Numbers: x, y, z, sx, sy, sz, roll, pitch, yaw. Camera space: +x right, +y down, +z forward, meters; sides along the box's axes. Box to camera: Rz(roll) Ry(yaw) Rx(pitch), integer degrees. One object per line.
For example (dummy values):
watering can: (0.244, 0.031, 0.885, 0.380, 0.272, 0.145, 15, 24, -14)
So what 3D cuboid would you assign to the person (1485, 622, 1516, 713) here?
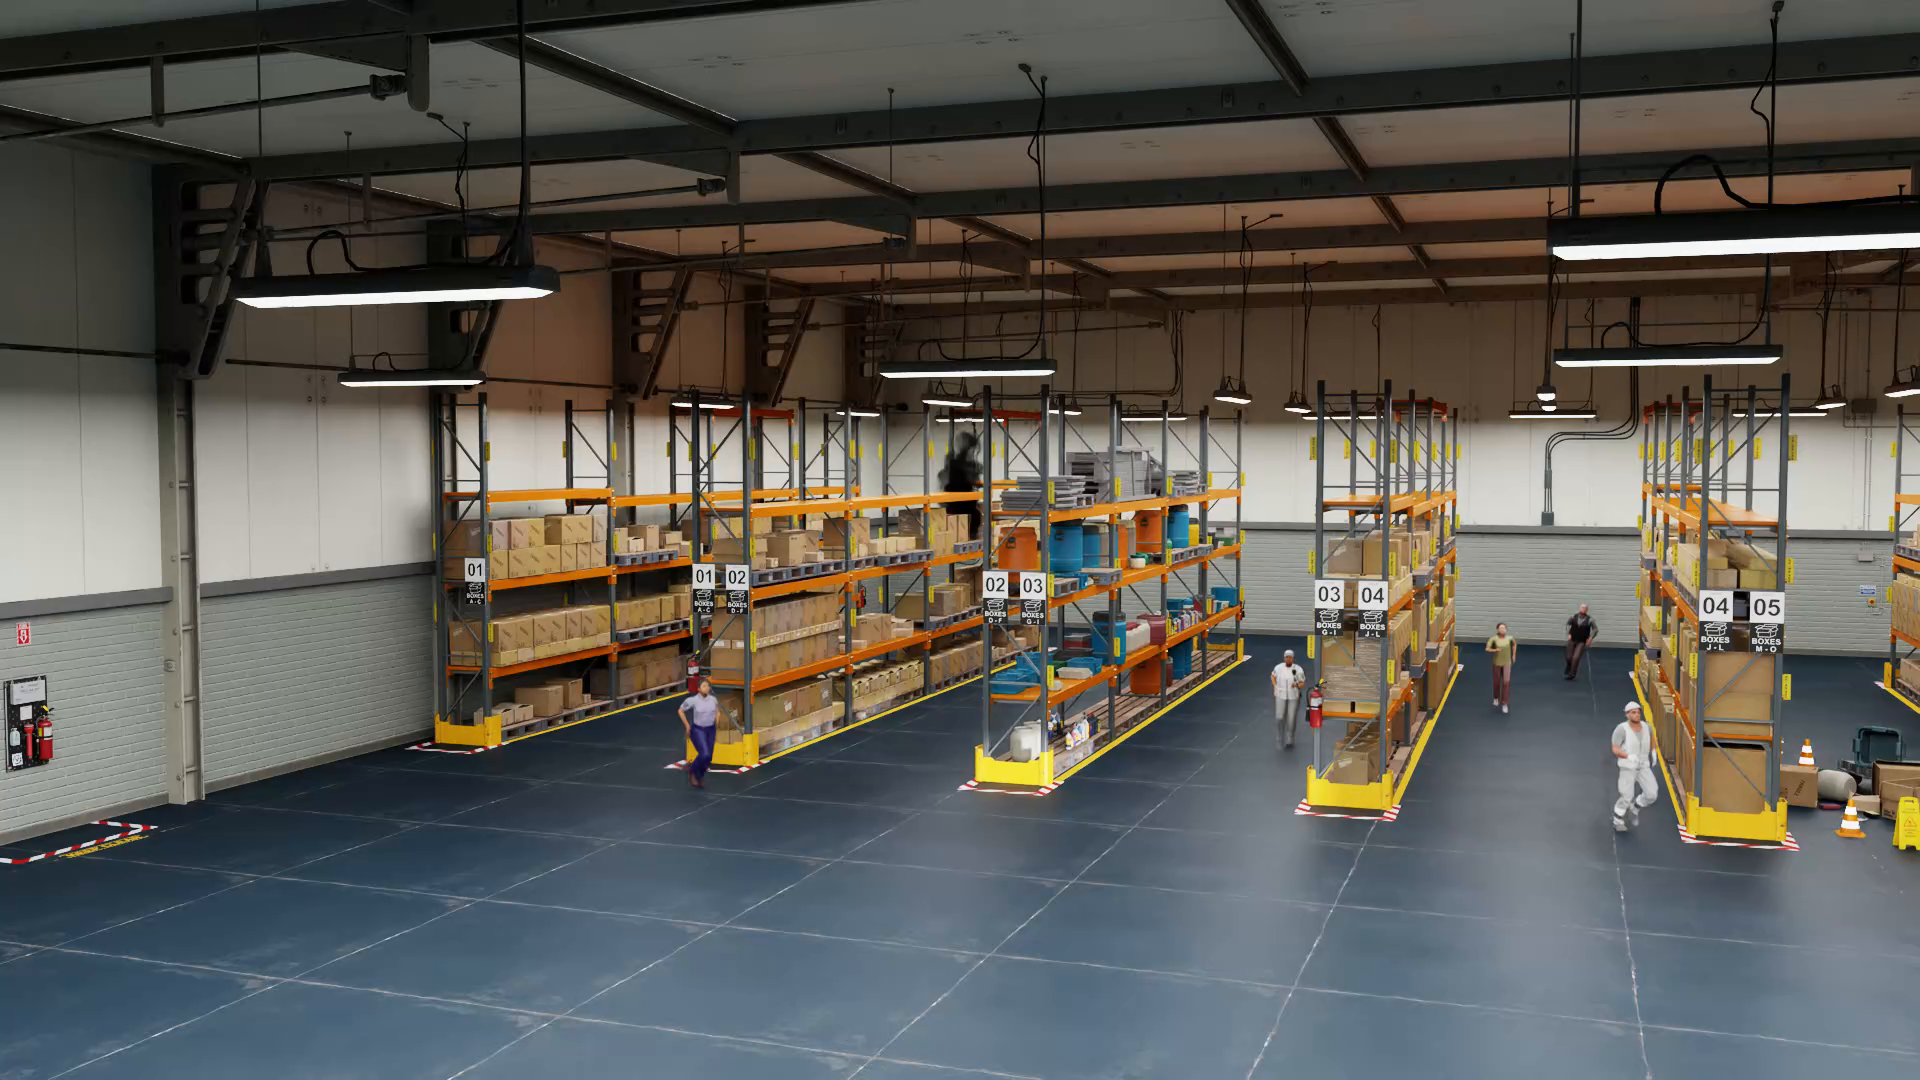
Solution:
person: (10.452, 2.434, 32.142, 0.593, 1.697, 0.894, 1, 3, 13)

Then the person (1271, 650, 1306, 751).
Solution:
person: (5.513, 2.698, 27.963, 0.581, 1.716, 0.729, 1, 3, 13)

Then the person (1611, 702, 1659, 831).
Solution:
person: (8.802, 2.966, 21.625, 0.695, 1.735, 0.758, 0, 3, -5)

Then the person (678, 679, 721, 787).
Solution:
person: (-3.800, 2.873, 24.686, 0.591, 1.609, 0.611, -3, 4, -42)

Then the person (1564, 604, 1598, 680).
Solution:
person: (13.629, 2.231, 36.515, 0.737, 1.679, 0.629, 2, 4, 30)
